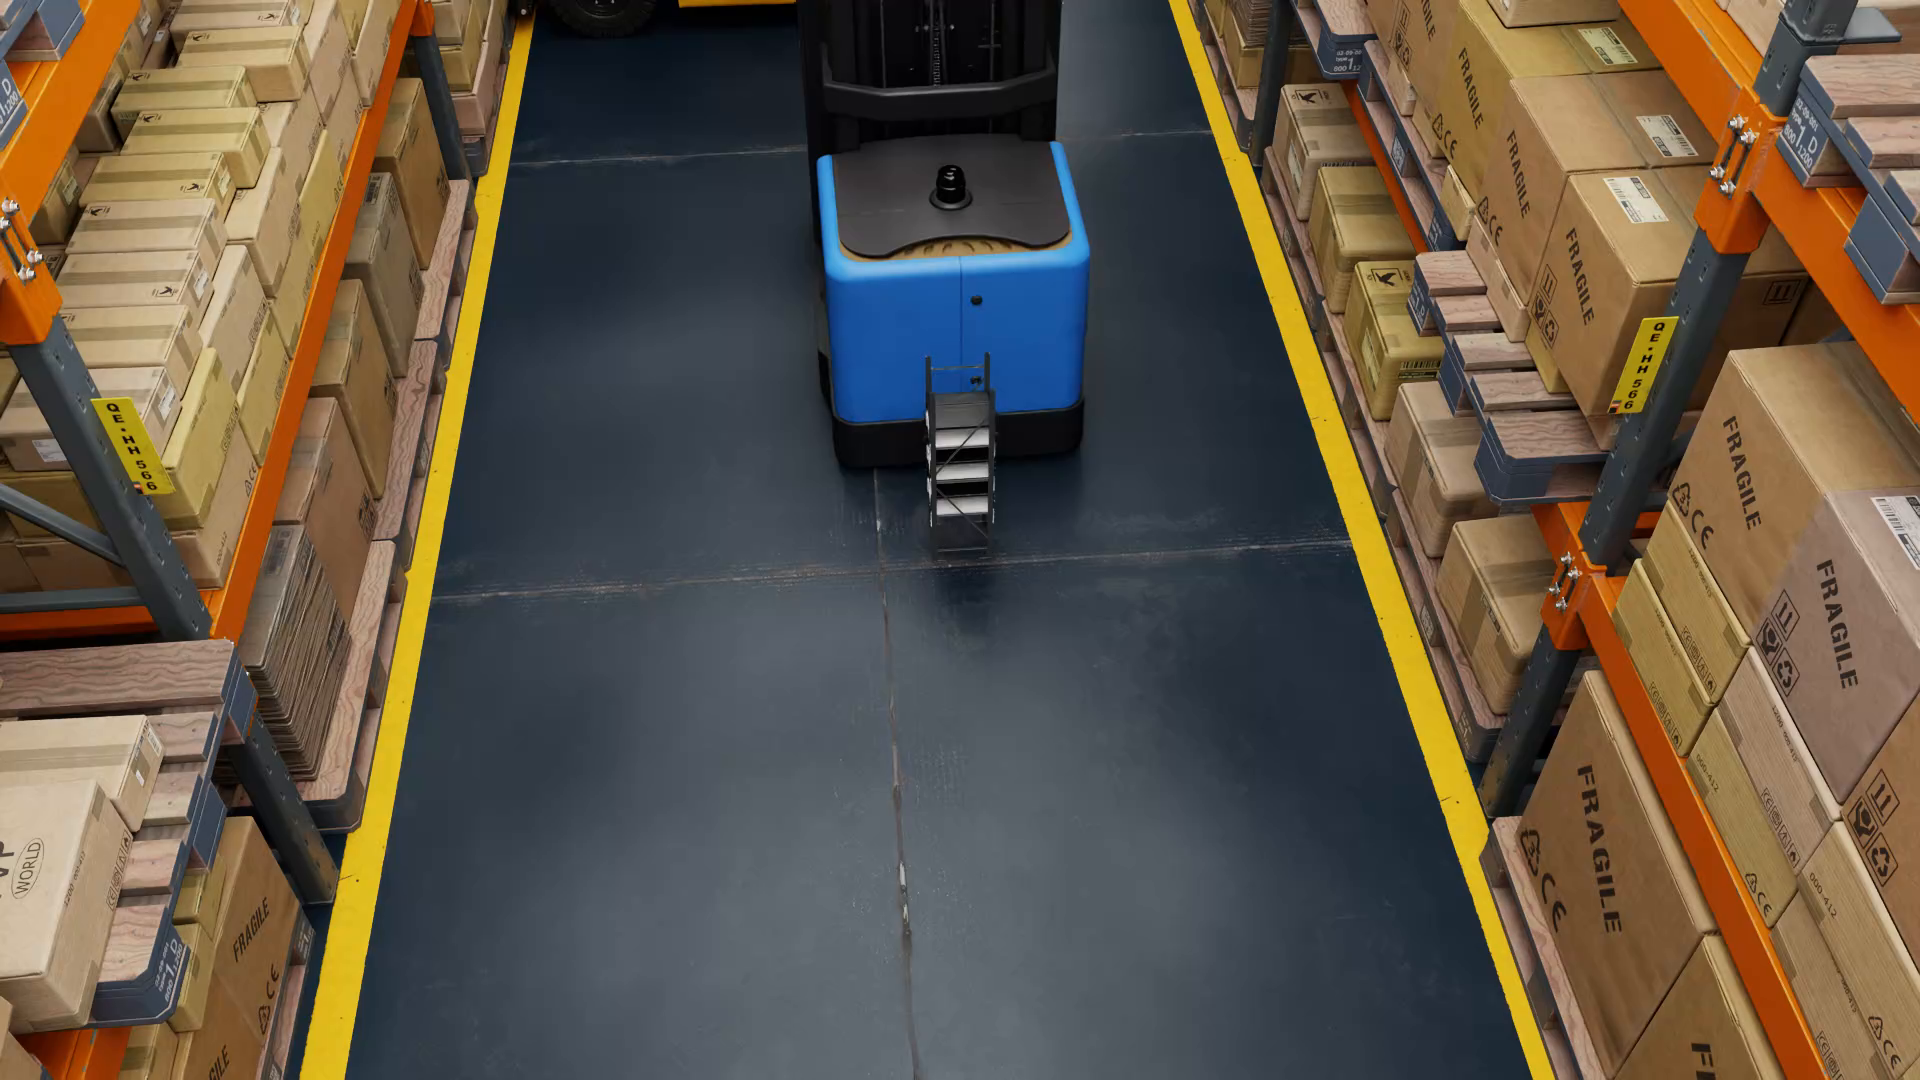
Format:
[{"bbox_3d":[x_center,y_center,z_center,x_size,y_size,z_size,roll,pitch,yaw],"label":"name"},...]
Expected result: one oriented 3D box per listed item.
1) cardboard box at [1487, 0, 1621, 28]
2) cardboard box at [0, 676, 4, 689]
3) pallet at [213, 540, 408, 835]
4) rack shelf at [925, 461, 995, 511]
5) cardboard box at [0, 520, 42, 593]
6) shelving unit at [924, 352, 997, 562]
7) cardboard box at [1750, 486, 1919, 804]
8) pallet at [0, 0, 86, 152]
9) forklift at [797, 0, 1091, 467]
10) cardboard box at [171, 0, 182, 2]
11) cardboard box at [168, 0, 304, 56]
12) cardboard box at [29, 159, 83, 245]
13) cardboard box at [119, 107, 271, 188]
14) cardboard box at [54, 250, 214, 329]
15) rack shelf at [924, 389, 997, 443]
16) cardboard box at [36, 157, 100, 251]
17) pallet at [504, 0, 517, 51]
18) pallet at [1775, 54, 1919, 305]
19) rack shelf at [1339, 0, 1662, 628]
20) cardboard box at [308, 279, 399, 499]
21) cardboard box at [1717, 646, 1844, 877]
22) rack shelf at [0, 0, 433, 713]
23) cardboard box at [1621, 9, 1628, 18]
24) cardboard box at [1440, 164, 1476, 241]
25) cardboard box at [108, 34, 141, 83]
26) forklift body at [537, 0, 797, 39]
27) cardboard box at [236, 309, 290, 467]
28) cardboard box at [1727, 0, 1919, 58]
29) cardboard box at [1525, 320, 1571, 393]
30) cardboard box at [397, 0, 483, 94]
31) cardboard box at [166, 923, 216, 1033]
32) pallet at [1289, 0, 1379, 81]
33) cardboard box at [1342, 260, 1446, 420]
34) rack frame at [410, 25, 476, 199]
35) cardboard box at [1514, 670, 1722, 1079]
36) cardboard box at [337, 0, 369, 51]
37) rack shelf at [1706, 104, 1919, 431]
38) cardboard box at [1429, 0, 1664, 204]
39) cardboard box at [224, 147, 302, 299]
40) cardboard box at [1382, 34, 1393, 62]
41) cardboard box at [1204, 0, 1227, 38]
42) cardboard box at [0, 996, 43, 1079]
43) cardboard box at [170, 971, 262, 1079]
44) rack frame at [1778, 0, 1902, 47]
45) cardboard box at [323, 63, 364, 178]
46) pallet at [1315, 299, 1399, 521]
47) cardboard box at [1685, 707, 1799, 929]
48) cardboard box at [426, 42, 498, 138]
[{"bbox_3d":[1.919,-1.796,5.375,0.380,0.149,0.250,-6,47,-5],"label":"cardboard box"},{"bbox_3d":[-2.721,0.382,3.964,0.500,0.500,0.500,-2,47,-1],"label":"cardboard box"},{"bbox_3d":[-2.638,0.540,6.093,1.003,0.211,1.213,-3,47,-3],"label":"pallet"},{"bbox_3d":[0.001,-0.219,6.507,0.258,0.077,0.200,-3,47,-3],"label":"rack shelf"},{"bbox_3d":[-2.901,-0.079,4.862,0.500,0.250,0.500,-4,47,-4],"label":"cardboard box"},{"bbox_3d":[0.001,-0.304,6.418,0.258,0.900,0.210,-3,47,-3],"label":"shelving unit"},{"bbox_3d":[2.186,0.227,3.712,0.500,0.500,0.500,-3,47,-3],"label":"cardboard box"},{"bbox_3d":[-2.754,-1.273,3.954,1.213,0.211,1.003,-2,47,-1],"label":"pallet"},{"bbox_3d":[-0.153,-2.387,6.992,1.130,2.935,3.031,-4,47,-4],"label":"forklift"},{"bbox_3d":[-3.124,-2.088,6.421,0.500,0.250,0.500,-4,47,-4],"label":"cardboard box"},{"bbox_3d":[-2.557,-1.816,5.888,0.380,0.149,0.250,-3,47,-3],"label":"cardboard box"},{"bbox_3d":[-2.966,-1.042,5.155,0.380,0.149,0.250,-4,47,-4],"label":"cardboard box"},{"bbox_3d":[-2.460,-1.260,5.362,0.380,0.149,0.250,-3,47,-2],"label":"cardboard box"},{"bbox_3d":[-2.412,-0.704,4.835,0.380,0.149,0.250,-2,47,-2],"label":"cardboard box"},{"bbox_3d":[0.001,-0.466,6.246,0.258,0.077,0.200,-3,47,-3],"label":"rack shelf"},{"bbox_3d":[-3.007,-0.982,5.373,0.500,0.250,0.500,-4,47,-4],"label":"cardboard box"},{"bbox_3d":[-3.073,-3.219,9.653,1.003,0.211,1.213,-3,47,-3],"label":"pallet"},{"bbox_3d":[2.444,-0.629,3.344,1.213,0.211,1.003,-2,47,-1],"label":"pallet"},{"bbox_3d":[2.170,-1.325,6.434,1.077,0.370,4.000,-3,47,-3],"label":"rack shelf"},{"bbox_3d":[-2.766,-0.560,6.561,0.875,0.625,0.625,-5,47,-5],"label":"cardboard box"},{"bbox_3d":[2.176,0.510,3.960,0.500,0.250,0.500,-2,47,-2],"label":"cardboard box"},{"bbox_3d":[-2.776,-1.020,6.146,1.077,0.370,4.000,-3,47,-3],"label":"rack shelf"},{"bbox_3d":[2.429,-1.506,5.548,0.500,0.500,0.500,-3,47,-3],"label":"cardboard box"},{"bbox_3d":[1.865,-1.156,5.663,0.380,0.149,0.250,-3,47,-3],"label":"cardboard box"},{"bbox_3d":[-3.046,-1.599,5.683,0.380,0.149,0.250,-3,47,-3],"label":"cardboard box"},{"bbox_3d":[-1.301,-4.056,9.110,2.313,2.155,1.214,-3,47,-3],"label":"forklift body"},{"bbox_3d":[-2.439,-0.469,5.232,0.500,0.250,0.500,-4,47,-4],"label":"cardboard box"},{"bbox_3d":[2.102,-1.285,4.008,0.380,0.149,0.250,-3,47,-3],"label":"cardboard box"},{"bbox_3d":[1.981,-0.596,5.132,0.380,0.149,0.250,-3,47,-3],"label":"cardboard box"},{"bbox_3d":[-2.676,-2.454,8.269,0.500,0.250,0.500,-4,47,-3],"label":"cardboard box"},{"bbox_3d":[-2.261,1.209,4.525,0.380,0.149,0.250,-6,47,-5],"label":"cardboard box"},{"bbox_3d":[1.922,-2.391,7.081,1.003,0.211,1.213,-3,47,-3],"label":"pallet"},{"bbox_3d":[2.173,-0.858,7.017,0.950,0.372,0.625,-2,47,-2],"label":"cardboard box"},{"bbox_3d":[-2.943,-2.715,7.255,1.000,3.000,0.127,-3,47,-3],"label":"rack frame"},{"bbox_3d":[2.313,0.966,4.943,0.875,0.875,0.875,-4,47,-4],"label":"cardboard box"},{"bbox_3d":[-2.597,-2.124,6.454,0.500,0.250,0.500,-5,47,-4],"label":"cardboard box"},{"bbox_3d":[2.505,0.538,2.604,1.077,0.370,4.000,-3,47,-3],"label":"rack shelf"},{"bbox_3d":[1.925,-1.457,5.501,0.500,0.500,0.500,-6,47,-6],"label":"cardboard box"},{"bbox_3d":[-2.469,-1.019,5.408,0.500,0.250,0.500,-5,47,-4],"label":"cardboard box"},{"bbox_3d":[1.845,-1.909,6.376,0.380,0.149,0.250,-3,47,-3],"label":"cardboard box"},{"bbox_3d":[1.631,-3.014,9.143,0.500,0.250,0.500,-5,47,-4],"label":"cardboard box"},{"bbox_3d":[-2.287,1.169,3.216,0.797,0.503,0.637,-4,47,-4],"label":"cardboard box"},{"bbox_3d":[-2.327,1.550,4.648,0.500,0.500,0.500,-4,47,-4],"label":"cardboard box"},{"bbox_3d":[2.338,-2.188,2.624,1.000,3.000,0.127,-3,47,-3],"label":"rack frame"},{"bbox_3d":[-2.582,-1.590,6.293,0.500,0.250,0.500,-3,47,-3],"label":"cardboard box"},{"bbox_3d":[2.175,-0.612,7.185,1.003,0.211,1.213,-3,47,-3],"label":"pallet"},{"bbox_3d":[2.188,0.666,4.156,0.500,0.250,0.500,-5,47,-4],"label":"cardboard box"},{"bbox_3d":[-2.654,-2.284,8.452,0.500,0.250,0.500,-3,47,-3],"label":"cardboard box"}]
